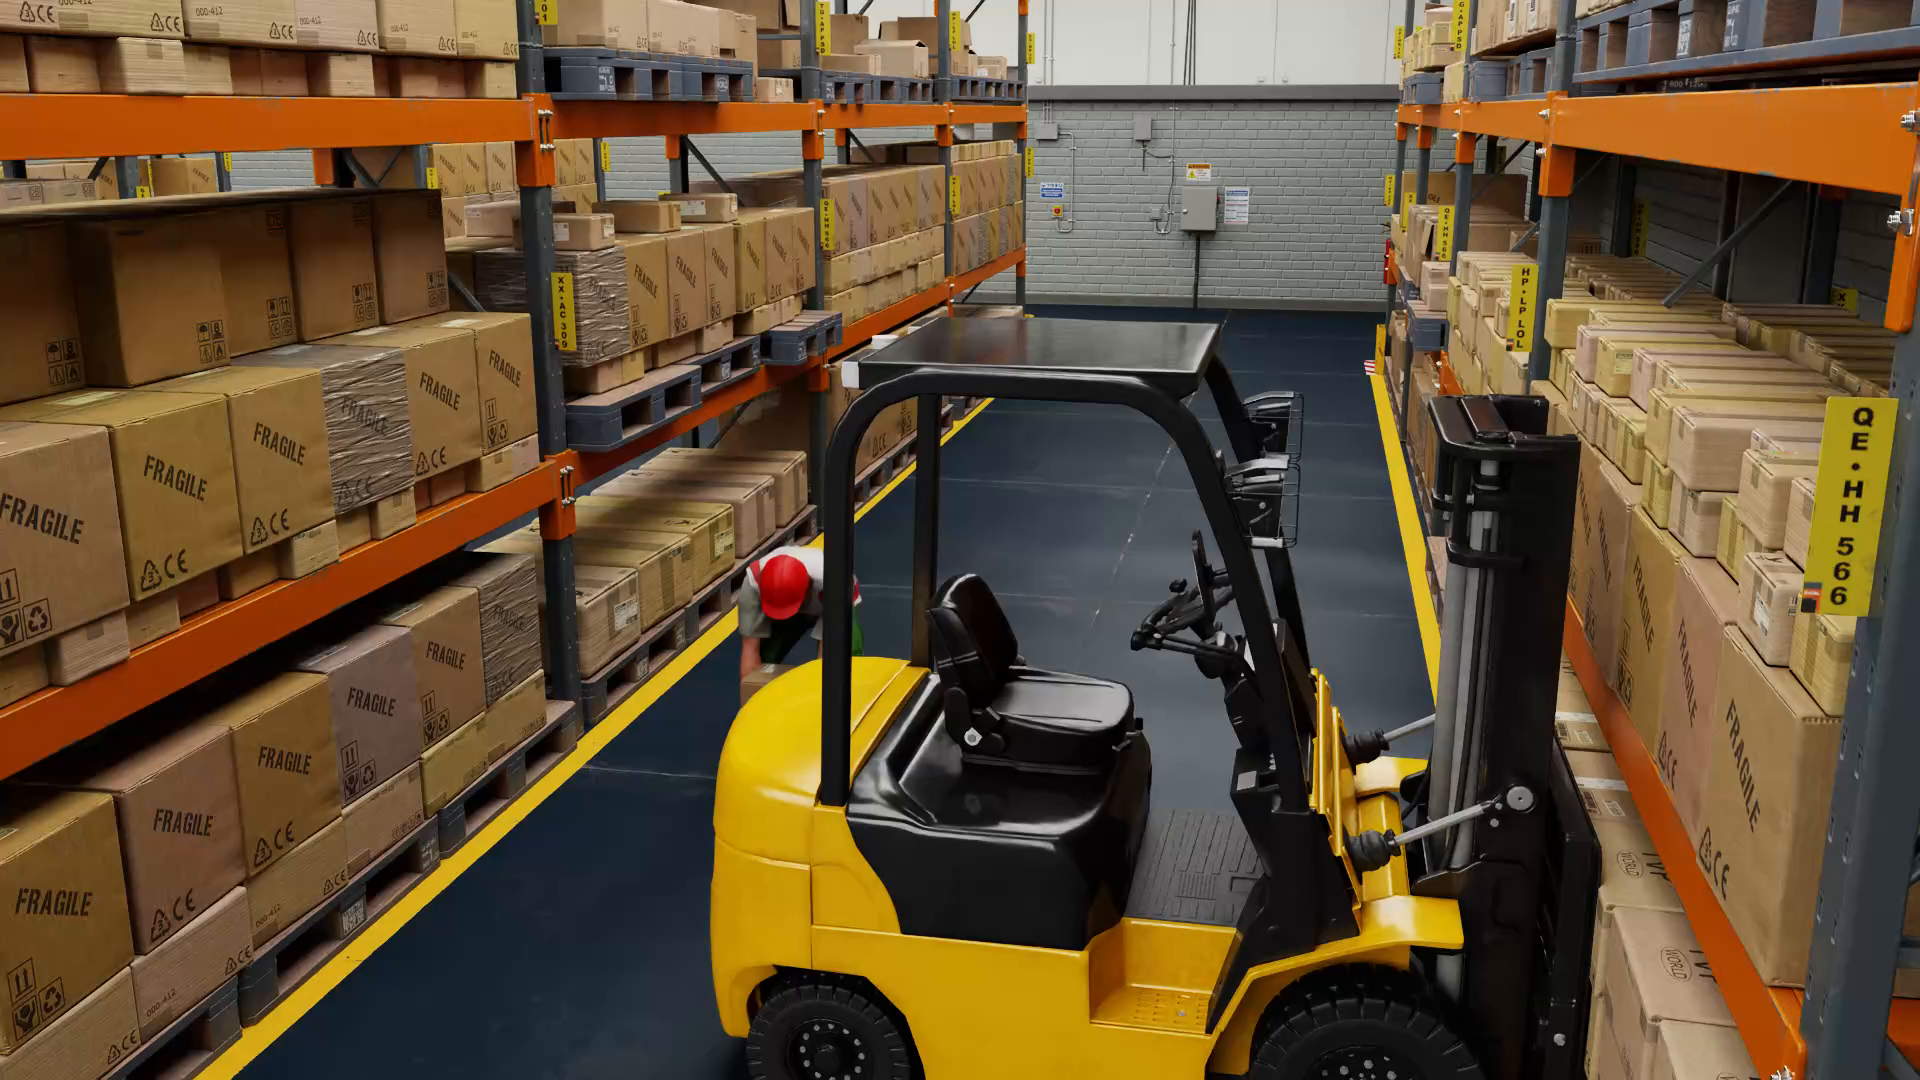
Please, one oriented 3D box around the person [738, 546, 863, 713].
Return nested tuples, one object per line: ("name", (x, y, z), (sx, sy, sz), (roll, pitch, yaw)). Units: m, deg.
("person", (-0.692, 0.453, 7.308), (0.526, 0.993, 0.926), (2, 15, 9))
